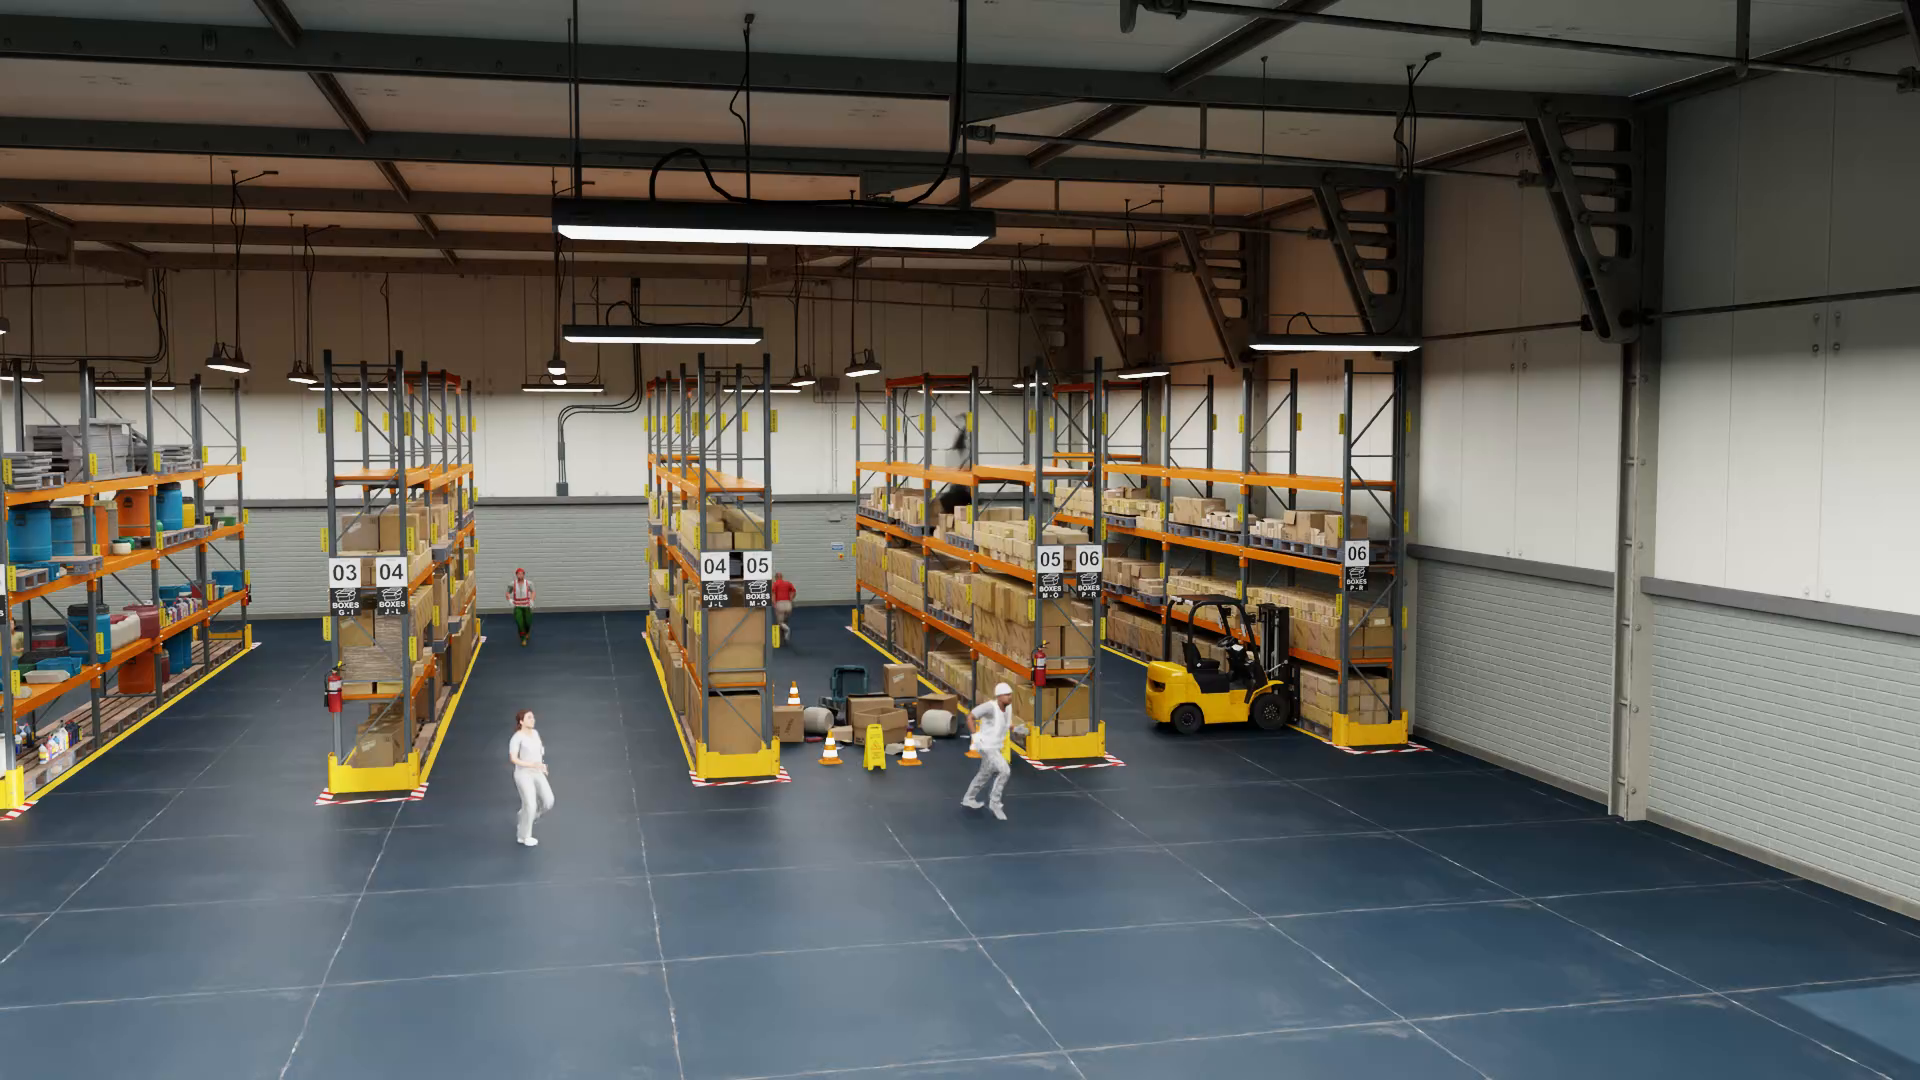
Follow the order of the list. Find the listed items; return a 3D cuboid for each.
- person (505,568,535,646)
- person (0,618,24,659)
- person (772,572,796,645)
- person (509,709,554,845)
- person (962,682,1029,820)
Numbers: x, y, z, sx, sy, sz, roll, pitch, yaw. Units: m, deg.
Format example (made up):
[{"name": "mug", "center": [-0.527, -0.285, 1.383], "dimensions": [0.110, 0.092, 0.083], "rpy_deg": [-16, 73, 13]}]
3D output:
[{"name": "person", "center": [-9.973, 1.506, 37.734], "dimensions": [0.669, 1.753, 0.595], "rpy_deg": [-1, 4, -17]}, {"name": "person", "center": [-16.380, 2.174, 28.776], "dimensions": [0.599, 1.702, 0.918], "rpy_deg": [-1, 4, -16]}, {"name": "person", "center": [-3.961, 1.577, 37.517], "dimensions": [0.638, 1.681, 0.825], "rpy_deg": [-2, 4, -26]}, {"name": "person", "center": [-5.101, 2.814, 19.784], "dimensions": [0.556, 1.631, 0.558], "rpy_deg": [2, 5, 31]}, {"name": "person", "center": [0.387, 2.678, 21.226], "dimensions": [0.914, 1.756, 0.718], "rpy_deg": [2, 5, 32]}]
